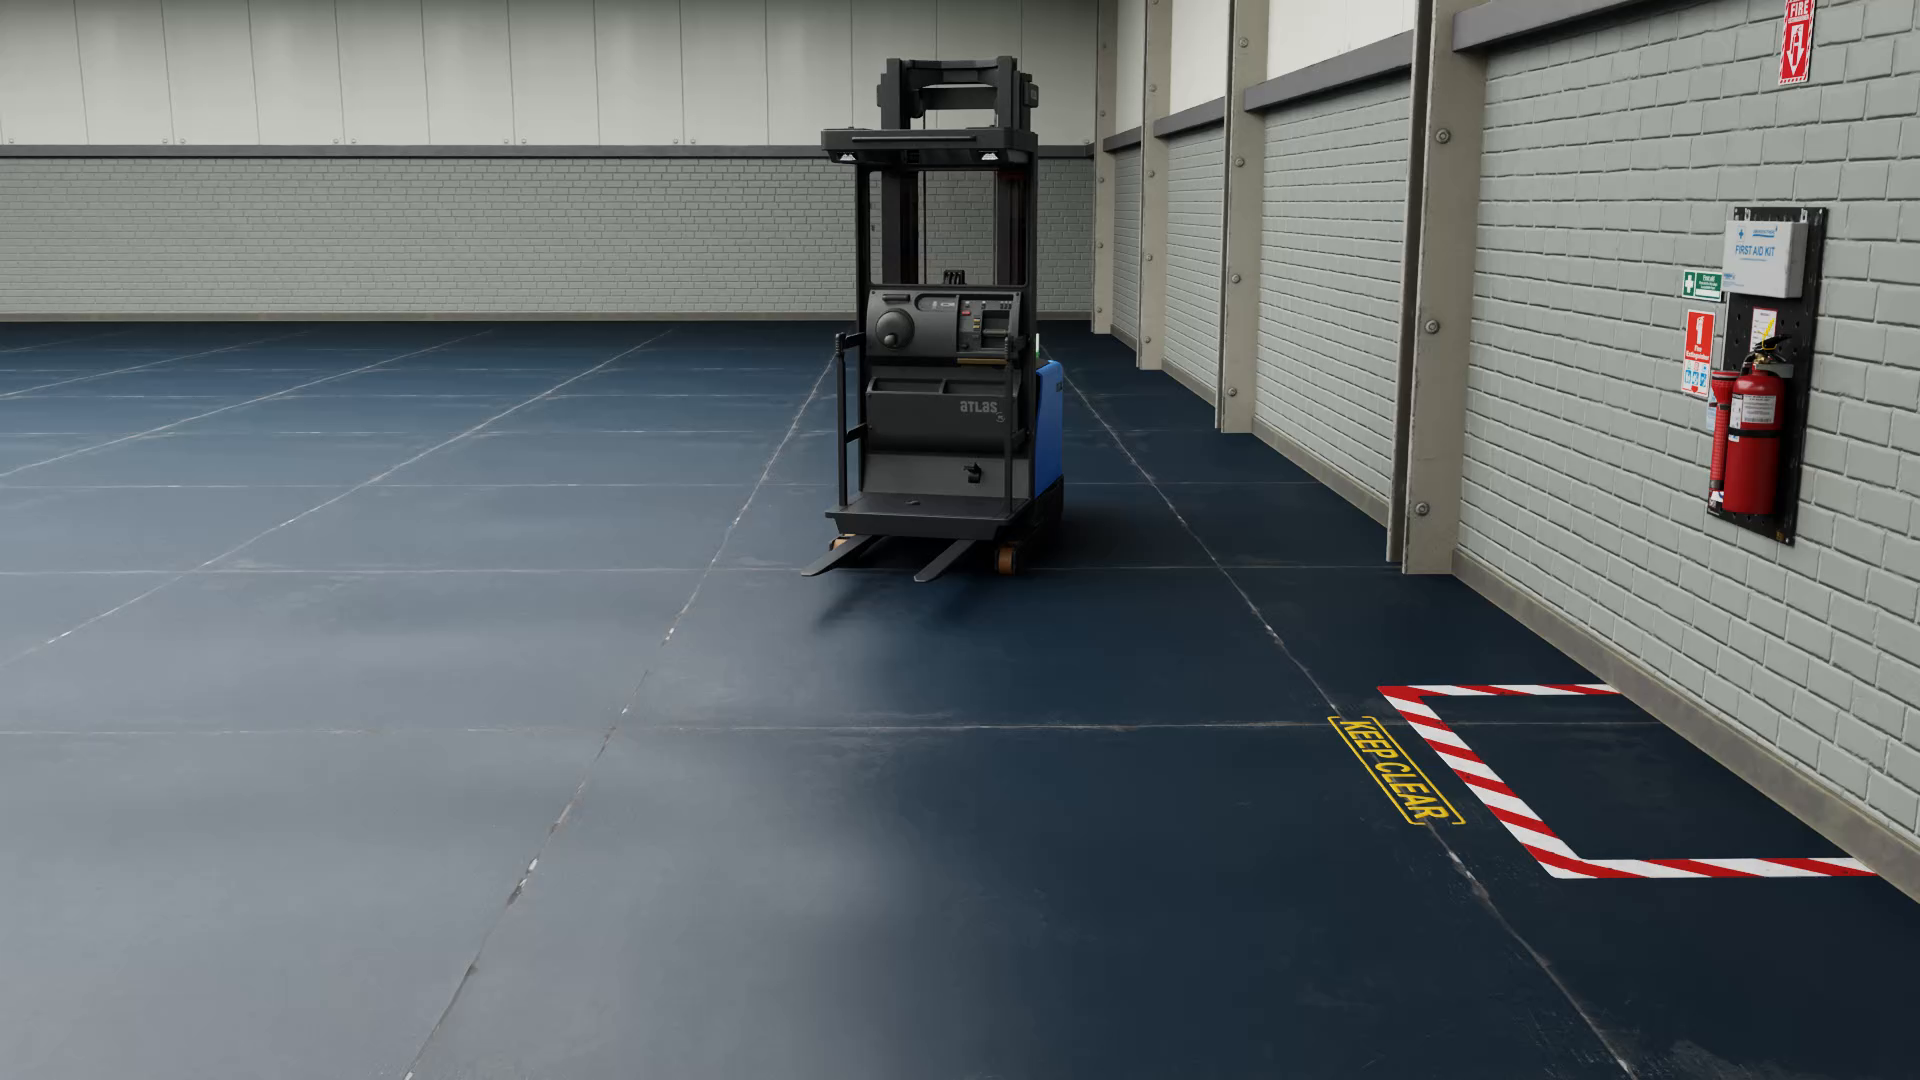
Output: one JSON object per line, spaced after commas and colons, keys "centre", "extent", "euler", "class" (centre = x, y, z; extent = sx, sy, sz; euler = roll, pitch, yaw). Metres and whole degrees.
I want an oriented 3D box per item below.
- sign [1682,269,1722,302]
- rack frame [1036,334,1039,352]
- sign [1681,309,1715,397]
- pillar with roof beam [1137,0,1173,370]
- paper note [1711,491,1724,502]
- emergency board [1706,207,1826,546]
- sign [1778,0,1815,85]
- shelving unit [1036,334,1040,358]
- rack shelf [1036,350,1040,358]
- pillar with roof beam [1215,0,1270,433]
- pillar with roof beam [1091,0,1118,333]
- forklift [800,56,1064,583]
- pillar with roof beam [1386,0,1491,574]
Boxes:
{"centre": [2.908, -0.999, 6.516], "extent": [0.001, 0.109, 0.331], "euler": [0, 11, -1], "class": "sign"}
{"centre": [0.434, -0.855, 11.754], "extent": [0.240, 1.200, 0.015], "euler": [3, 12, 13], "class": "rack frame"}
{"centre": [2.916, -0.740, 6.573], "extent": [0.001, 0.329, 0.234], "euler": [0, 11, -1], "class": "sign"}
{"centre": [-1.838, -6.621, 20.564], "extent": [9.100, 9.000, 0.400], "euler": [0, 11, -1], "class": "pillar with roof beam"}
{"centre": [2.890, -0.216, 6.295], "extent": [0.016, 0.148, 0.142], "euler": [0, 11, -1], "class": "paper note"}
{"centre": [2.825, -0.612, 6.033], "extent": [0.194, 1.169, 0.643], "euler": [0, 11, -1], "class": "emergency board"}
{"centre": [2.924, -1.750, 5.812], "extent": [0.001, 0.298, 0.199], "euler": [0, 11, -1], "class": "sign"}
{"centre": [0.377, -0.807, 11.521], "extent": [0.258, 1.200, 0.503], "euler": [3, 12, 13], "class": "shelving unit"}
{"centre": [0.377, -1.215, 11.438], "extent": [0.258, 0.148, 0.480], "euler": [3, 12, 13], "class": "rack shelf"}
{"centre": [-1.714, -5.429, 14.685], "extent": [9.100, 9.000, 0.400], "euler": [0, 11, -1], "class": "pillar with roof beam"}
{"centre": [-1.962, -7.814, 26.443], "extent": [9.100, 9.000, 0.400], "euler": [0, 11, -1], "class": "pillar with roof beam"}
{"centre": [-0.144, -1.316, 9.674], "extent": [1.130, 2.935, 3.031], "euler": [3, 12, 13], "class": "forklift"}
{"centre": [-1.590, -4.236, 8.806], "extent": [9.100, 9.000, 0.400], "euler": [0, 11, -1], "class": "pillar with roof beam"}
